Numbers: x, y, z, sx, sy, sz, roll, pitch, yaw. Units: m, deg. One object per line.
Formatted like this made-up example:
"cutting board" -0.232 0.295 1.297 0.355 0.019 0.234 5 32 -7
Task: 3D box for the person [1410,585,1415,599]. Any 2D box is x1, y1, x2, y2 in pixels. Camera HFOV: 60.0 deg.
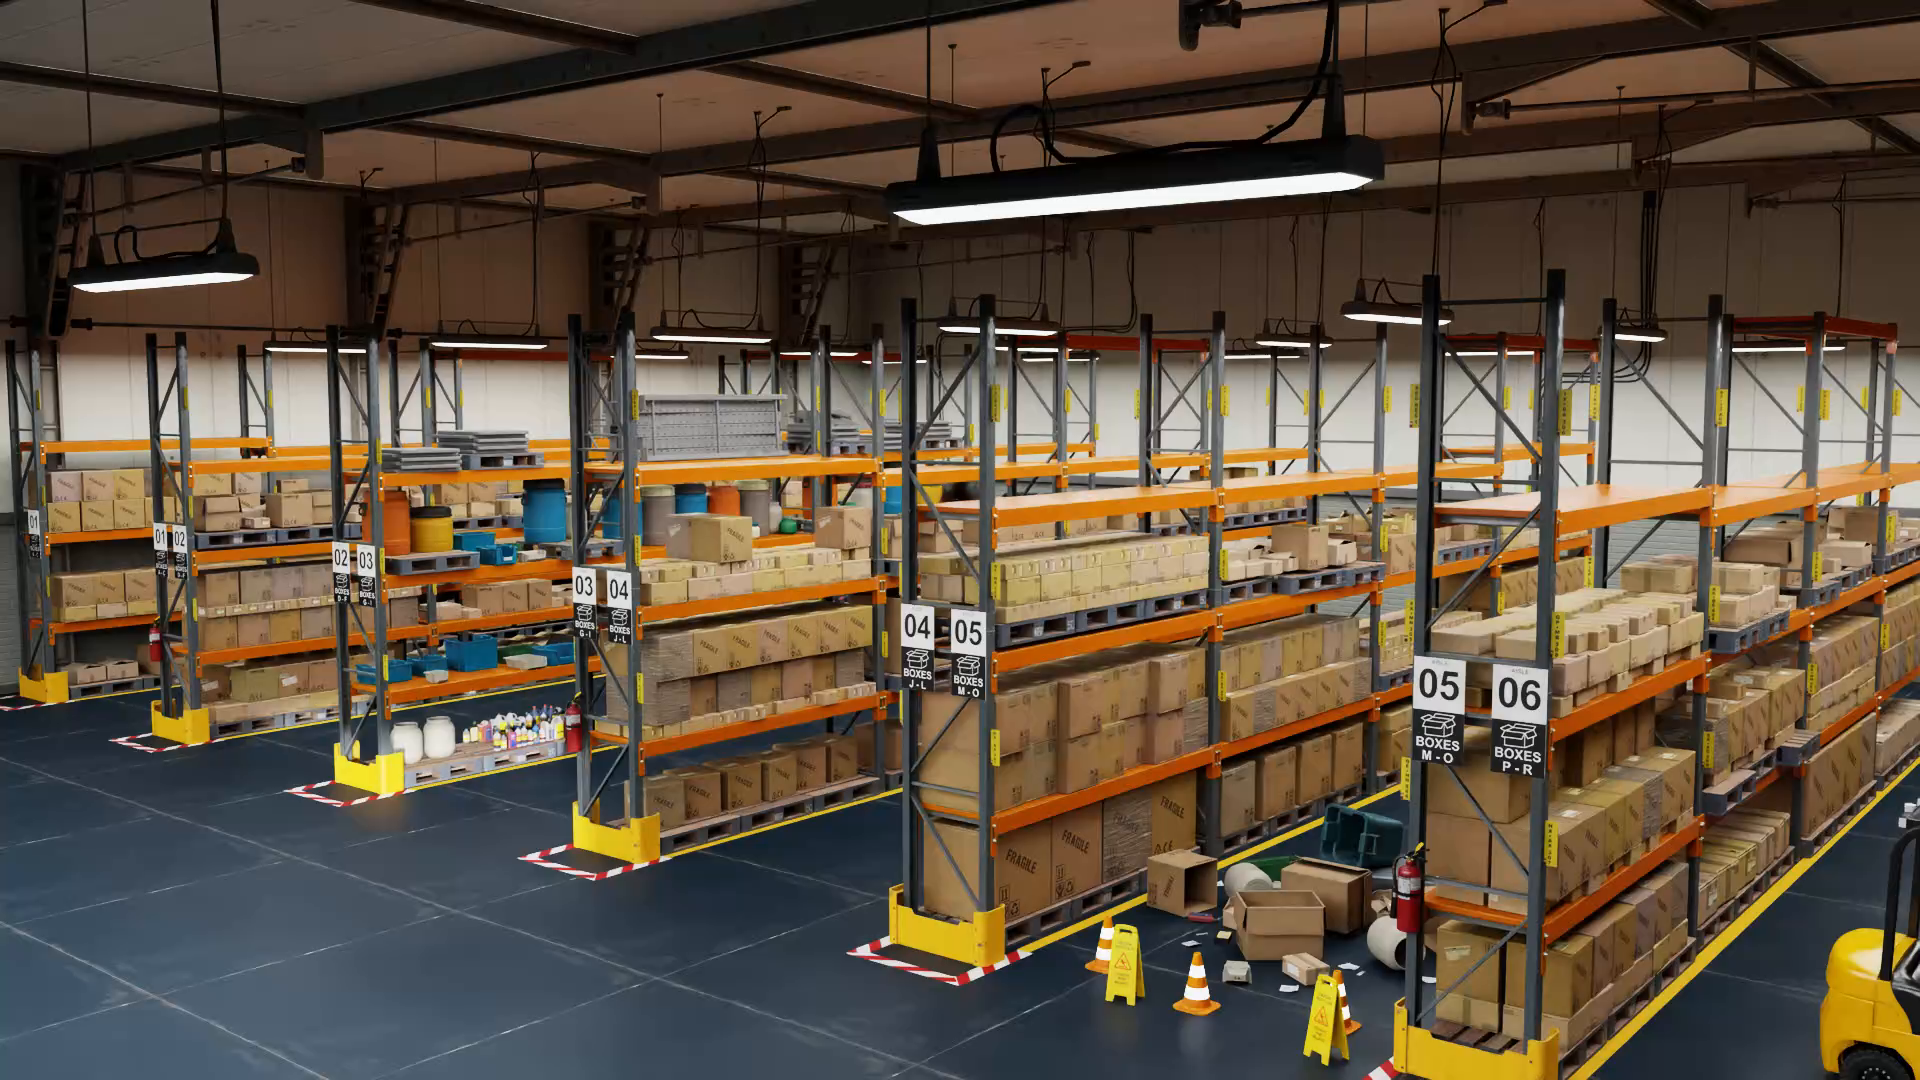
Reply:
"person" 9.039 1.379 32.841 0.432 1.665 0.485 2 6 21

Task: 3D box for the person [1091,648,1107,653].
"person" 1.766 2.264 22.541 0.543 1.747 0.711 -1 5 -8
